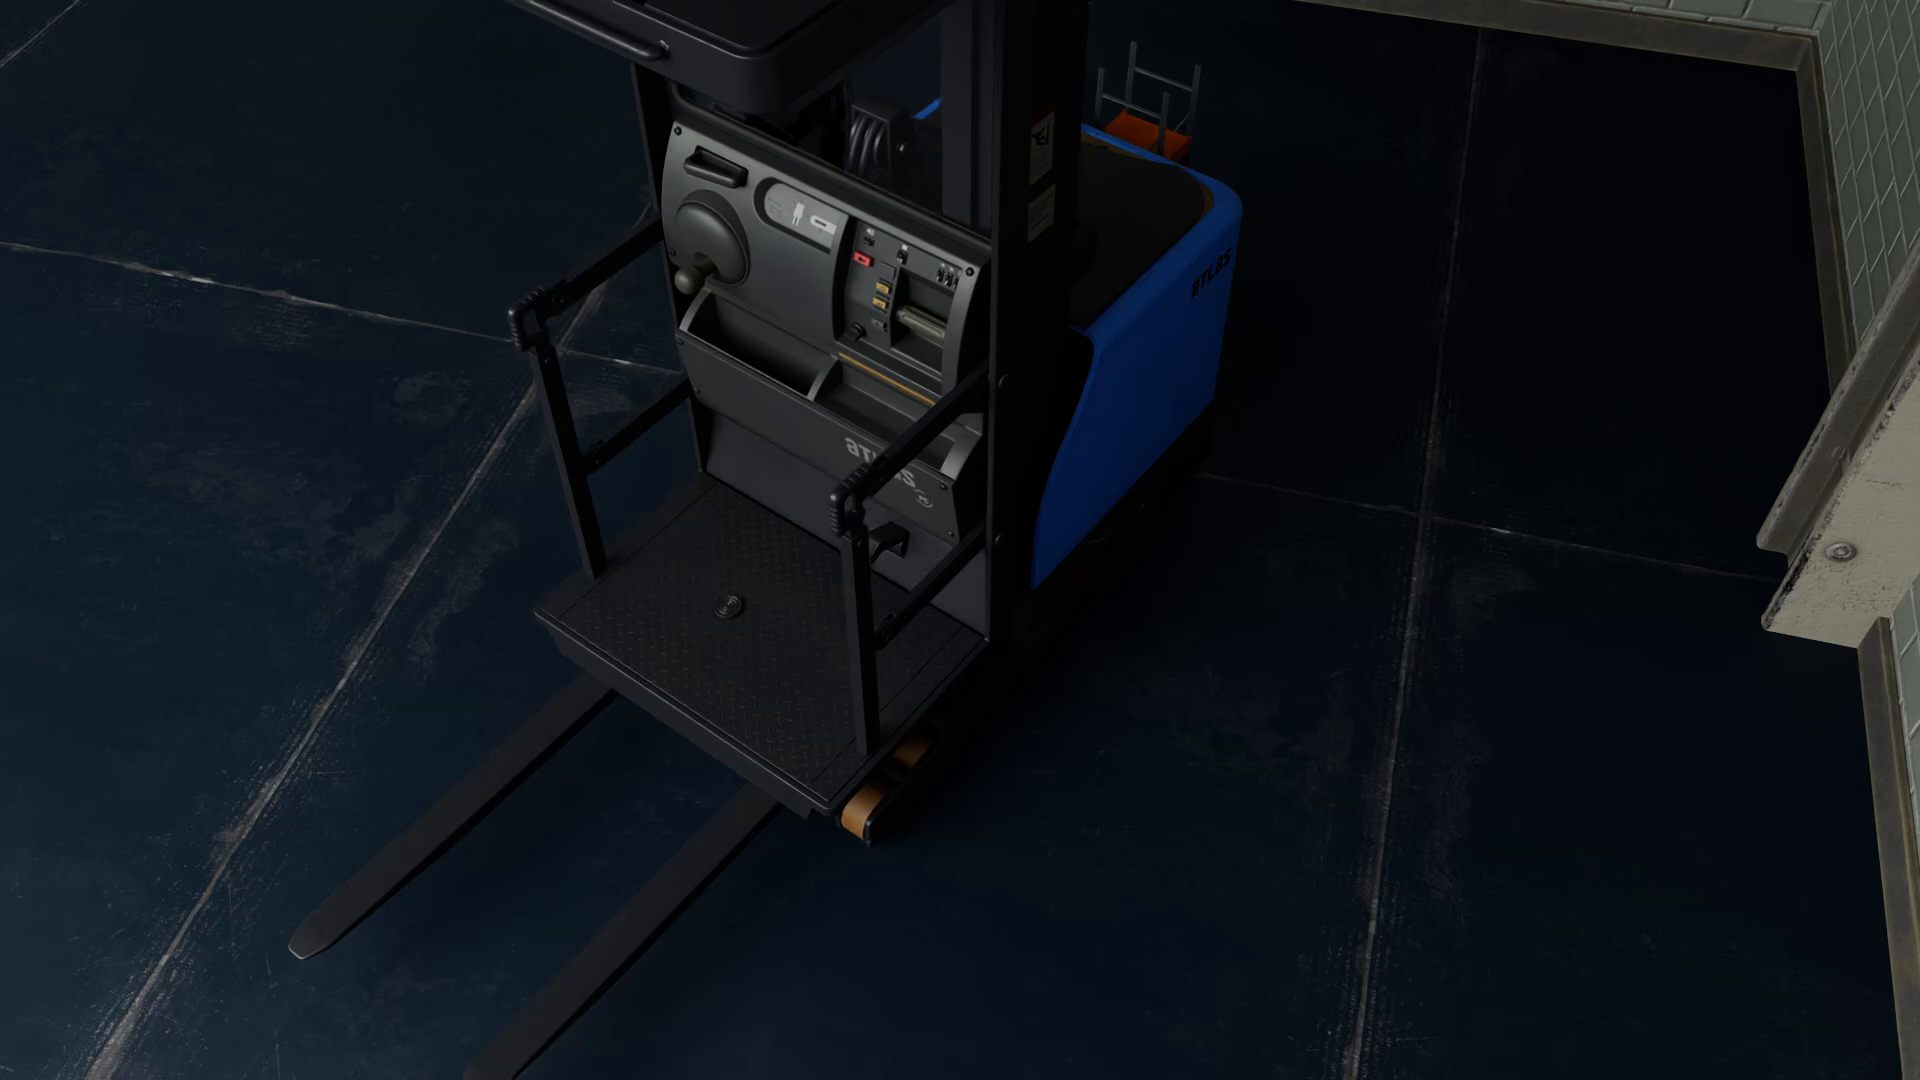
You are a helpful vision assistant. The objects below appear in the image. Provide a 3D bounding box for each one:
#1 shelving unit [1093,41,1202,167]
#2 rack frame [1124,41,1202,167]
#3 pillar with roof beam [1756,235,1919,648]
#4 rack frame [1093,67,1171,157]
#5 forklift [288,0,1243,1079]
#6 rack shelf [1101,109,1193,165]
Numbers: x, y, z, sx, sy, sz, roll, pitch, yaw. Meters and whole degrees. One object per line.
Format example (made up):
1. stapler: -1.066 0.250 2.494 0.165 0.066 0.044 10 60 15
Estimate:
1. shelving unit: 0.545 -0.974 5.305 0.258 1.200 0.189 28 52 22
2. rack frame: 0.597 -1.028 5.357 0.240 1.200 0.006 28 52 22
3. pillar with roof beam: -1.534 -3.671 2.488 9.100 9.000 0.400 12 50 10
4. rack frame: 0.492 -0.920 5.253 0.240 1.200 0.006 28 52 22
5. forklift: -0.471 -0.580 3.807 1.130 2.935 3.031 29 55 23
6. rack shelf: 0.551 -1.190 5.075 0.258 0.103 0.180 28 52 22
